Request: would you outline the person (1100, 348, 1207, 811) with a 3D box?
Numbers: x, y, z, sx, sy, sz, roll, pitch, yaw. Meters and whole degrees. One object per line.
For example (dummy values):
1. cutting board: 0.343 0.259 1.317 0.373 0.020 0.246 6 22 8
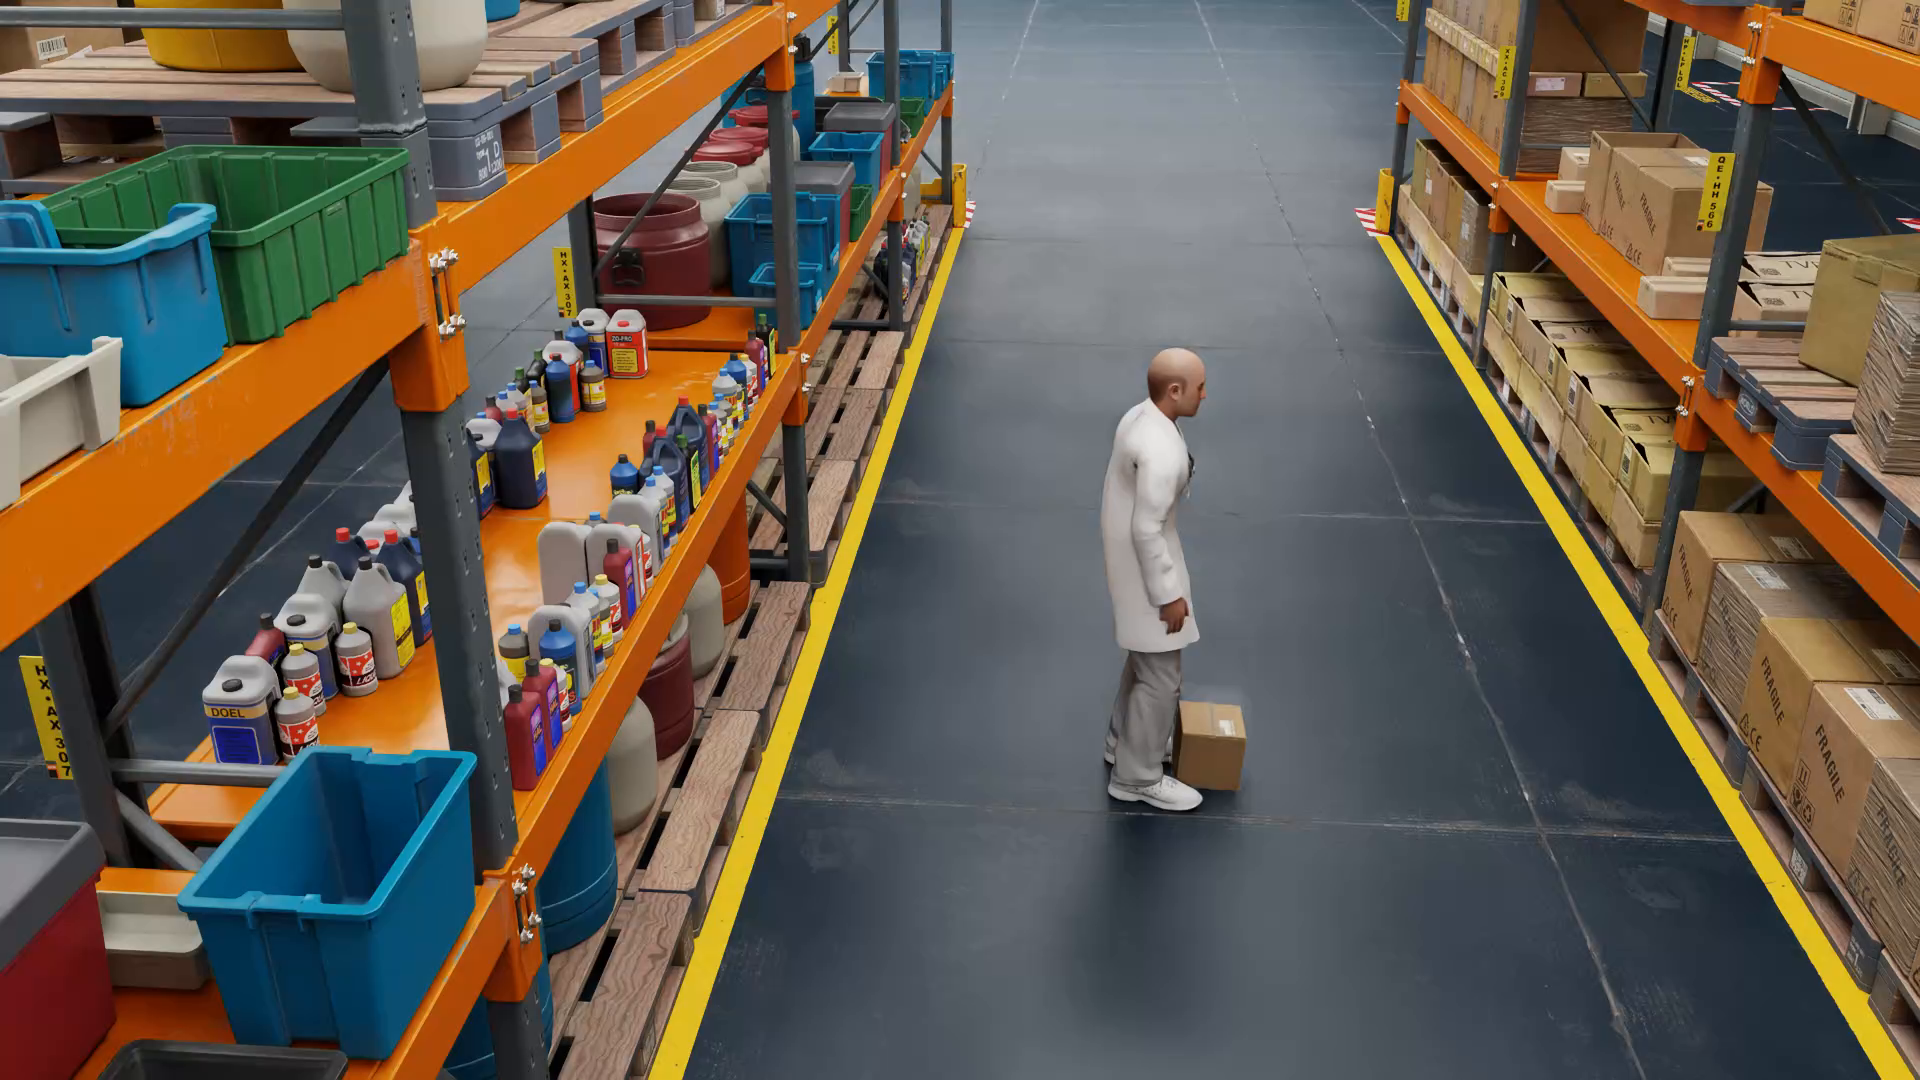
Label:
1. person: 0.742 0.130 6.332 0.426 1.774 0.617 1 24 2
